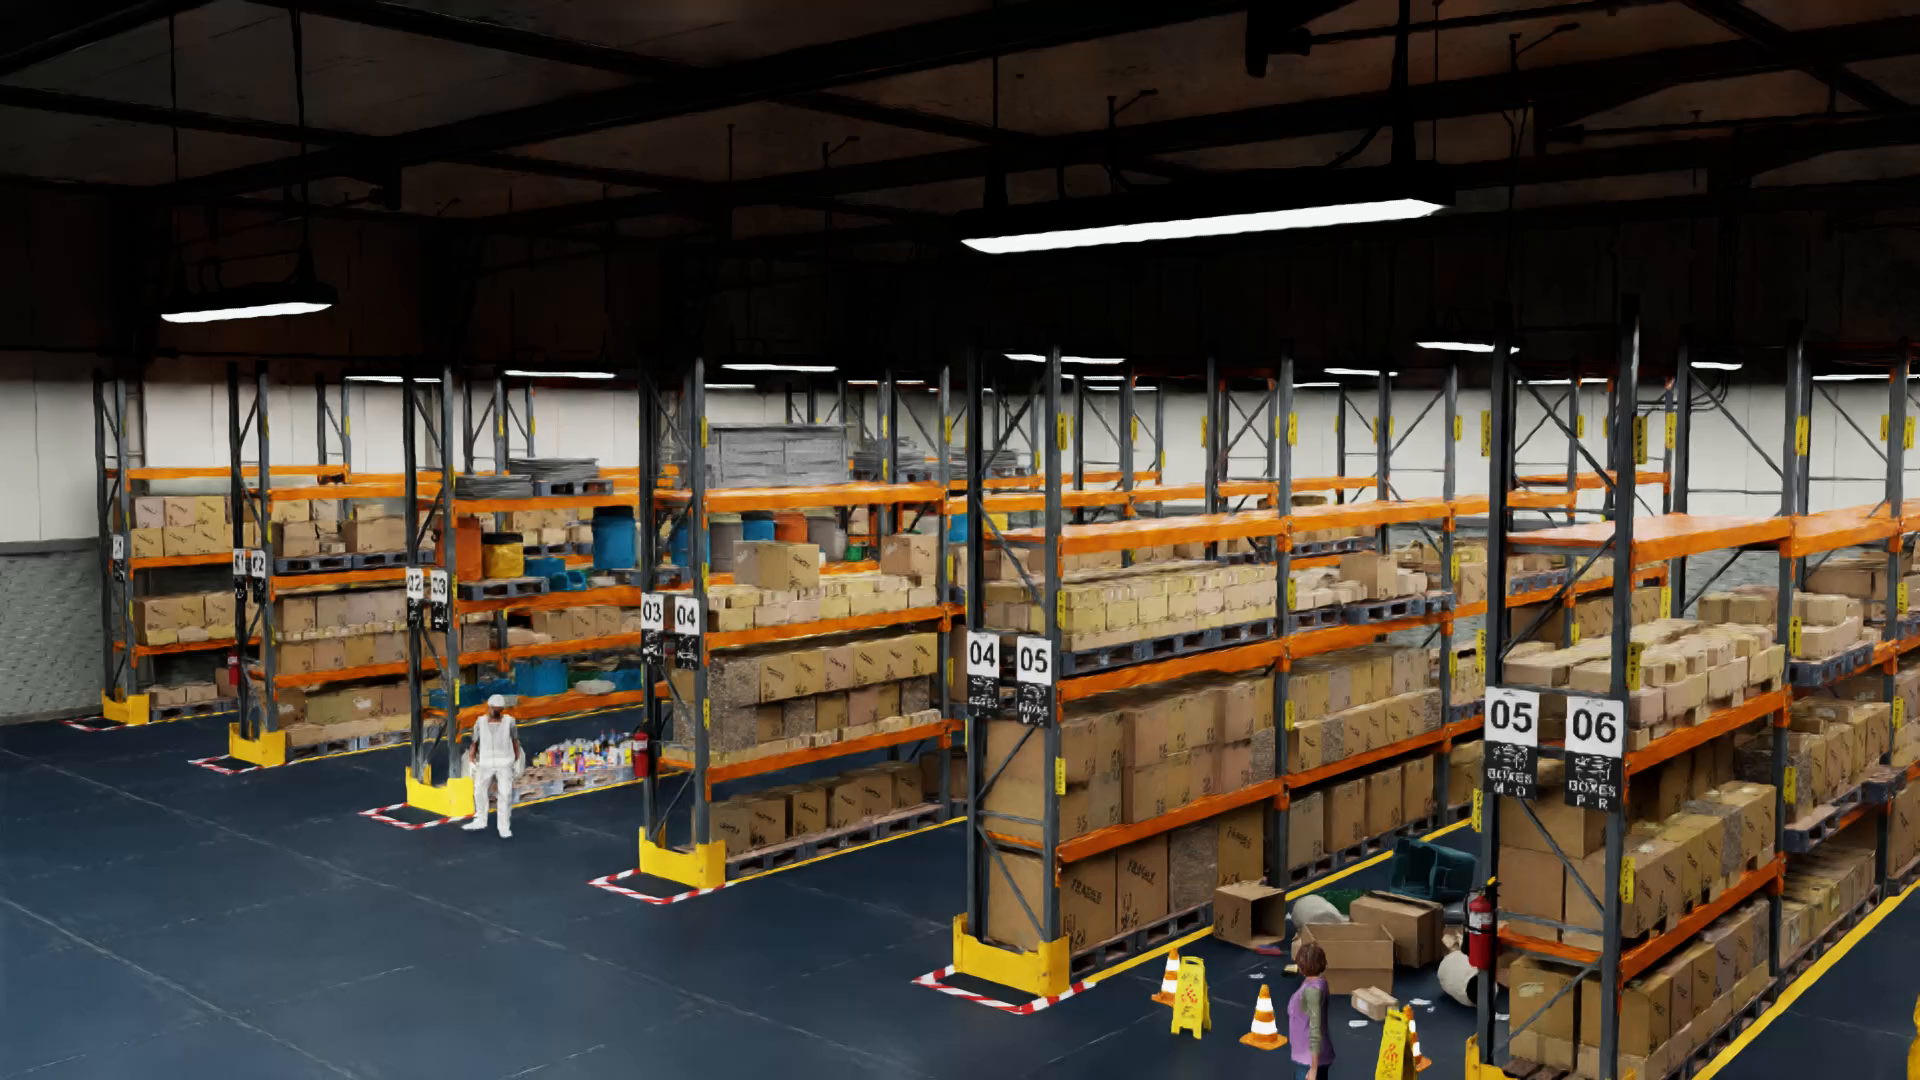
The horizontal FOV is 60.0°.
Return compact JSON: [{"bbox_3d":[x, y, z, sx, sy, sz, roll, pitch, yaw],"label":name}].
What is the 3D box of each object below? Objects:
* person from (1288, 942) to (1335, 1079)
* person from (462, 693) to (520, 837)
[{"bbox_3d":[2.398,3.531,11.264,0.358,1.592,0.509,1,4,17],"label":"person"},{"bbox_3d":[-5.840,2.769,20.593,0.741,1.773,0.498,0,4,-2],"label":"person"}]
